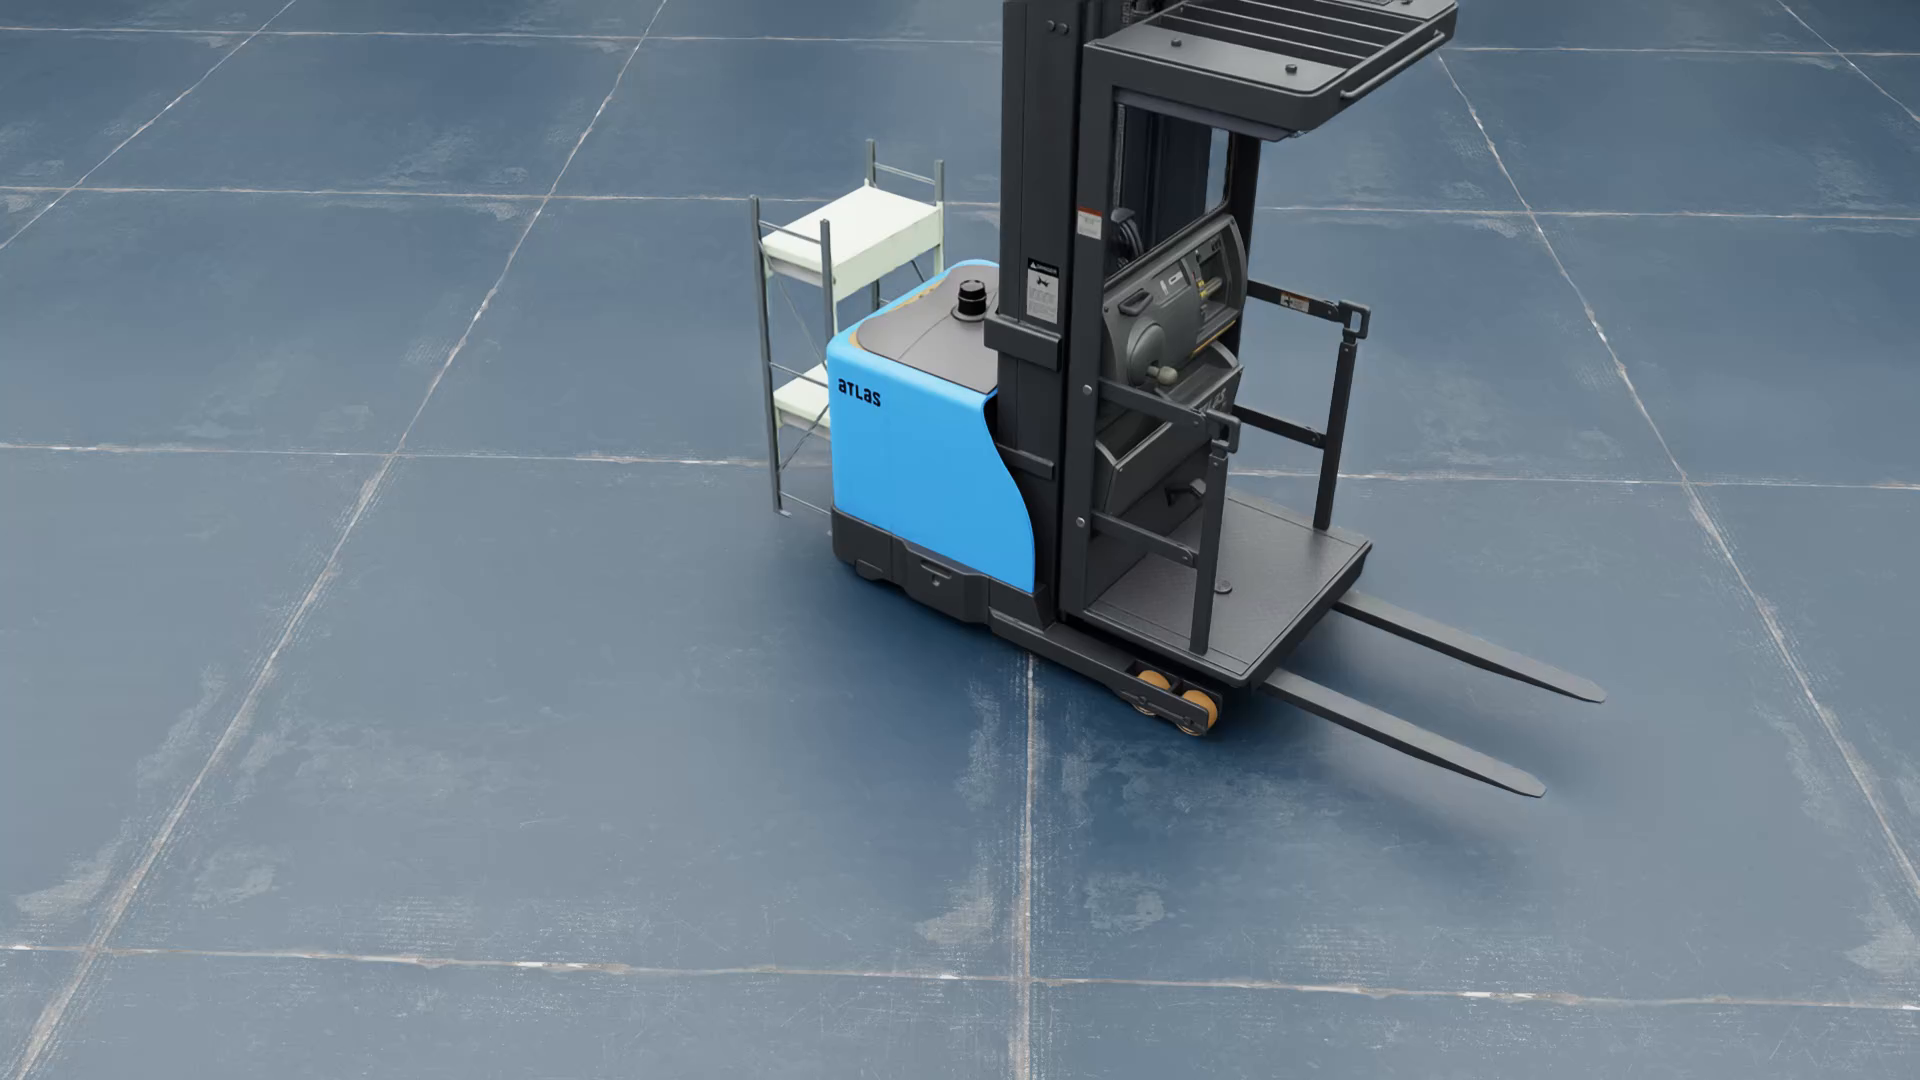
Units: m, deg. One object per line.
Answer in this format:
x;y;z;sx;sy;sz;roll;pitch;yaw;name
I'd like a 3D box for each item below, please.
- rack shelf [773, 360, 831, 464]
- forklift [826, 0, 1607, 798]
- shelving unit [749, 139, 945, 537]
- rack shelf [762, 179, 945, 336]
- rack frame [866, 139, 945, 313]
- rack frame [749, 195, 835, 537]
-0.450;-0.583;7.341;0.431;0.370;0.720;23;41;29;rack shelf
0.946;-0.818;5.865;3.031;2.935;1.130;23;41;29;forklift
-0.450;-0.849;7.154;0.431;1.500;0.755;23;41;29;shelving unit
-0.450;-1.169;6.930;0.431;0.370;0.720;23;41;29;rack shelf
-0.233;-1.018;7.395;0.400;1.500;0.023;23;41;29;rack frame
-0.668;-0.680;6.913;0.400;1.500;0.023;23;41;29;rack frame
